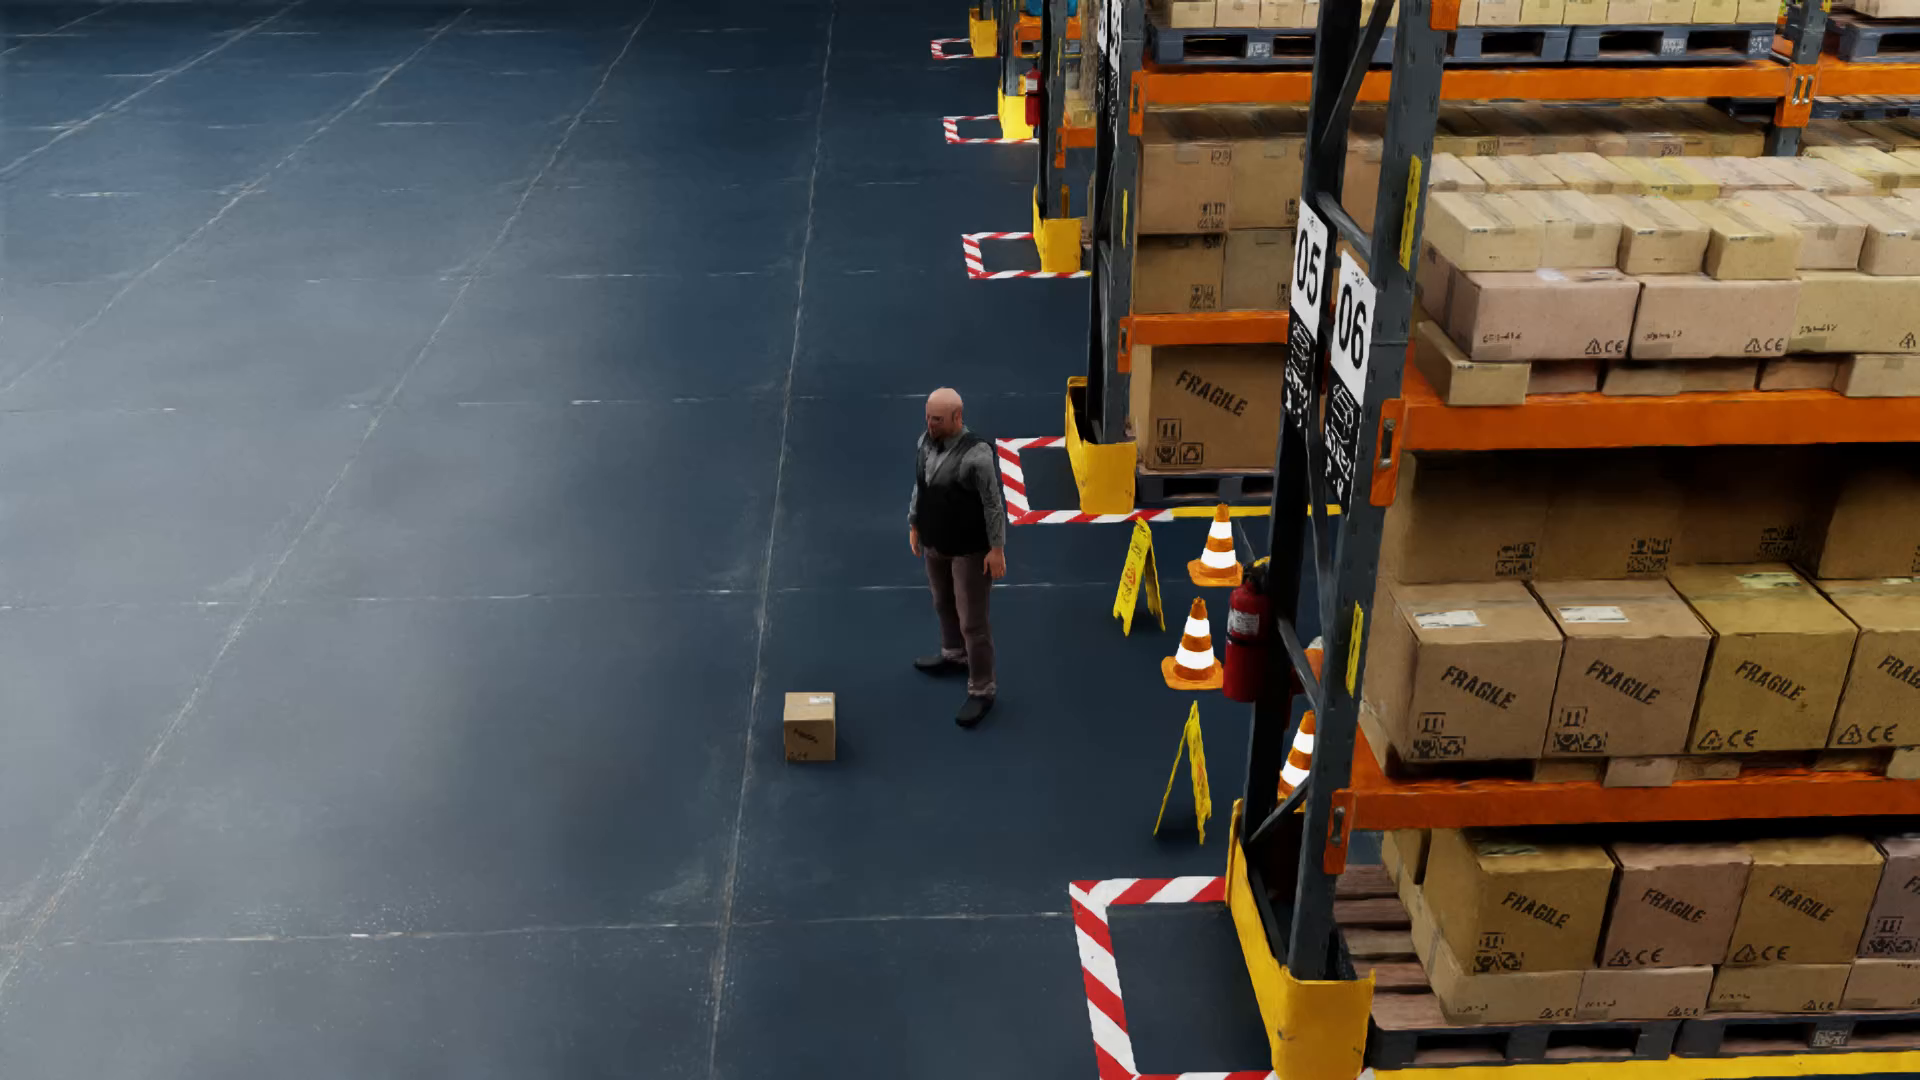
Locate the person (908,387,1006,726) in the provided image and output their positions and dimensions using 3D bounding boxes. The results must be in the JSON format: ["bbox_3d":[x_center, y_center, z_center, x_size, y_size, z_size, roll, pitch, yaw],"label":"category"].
[{"bbox_3d":[-0.030,0.040,8.521,0.466,1.722,0.672,-22,35,-36],"label":"person"}]
